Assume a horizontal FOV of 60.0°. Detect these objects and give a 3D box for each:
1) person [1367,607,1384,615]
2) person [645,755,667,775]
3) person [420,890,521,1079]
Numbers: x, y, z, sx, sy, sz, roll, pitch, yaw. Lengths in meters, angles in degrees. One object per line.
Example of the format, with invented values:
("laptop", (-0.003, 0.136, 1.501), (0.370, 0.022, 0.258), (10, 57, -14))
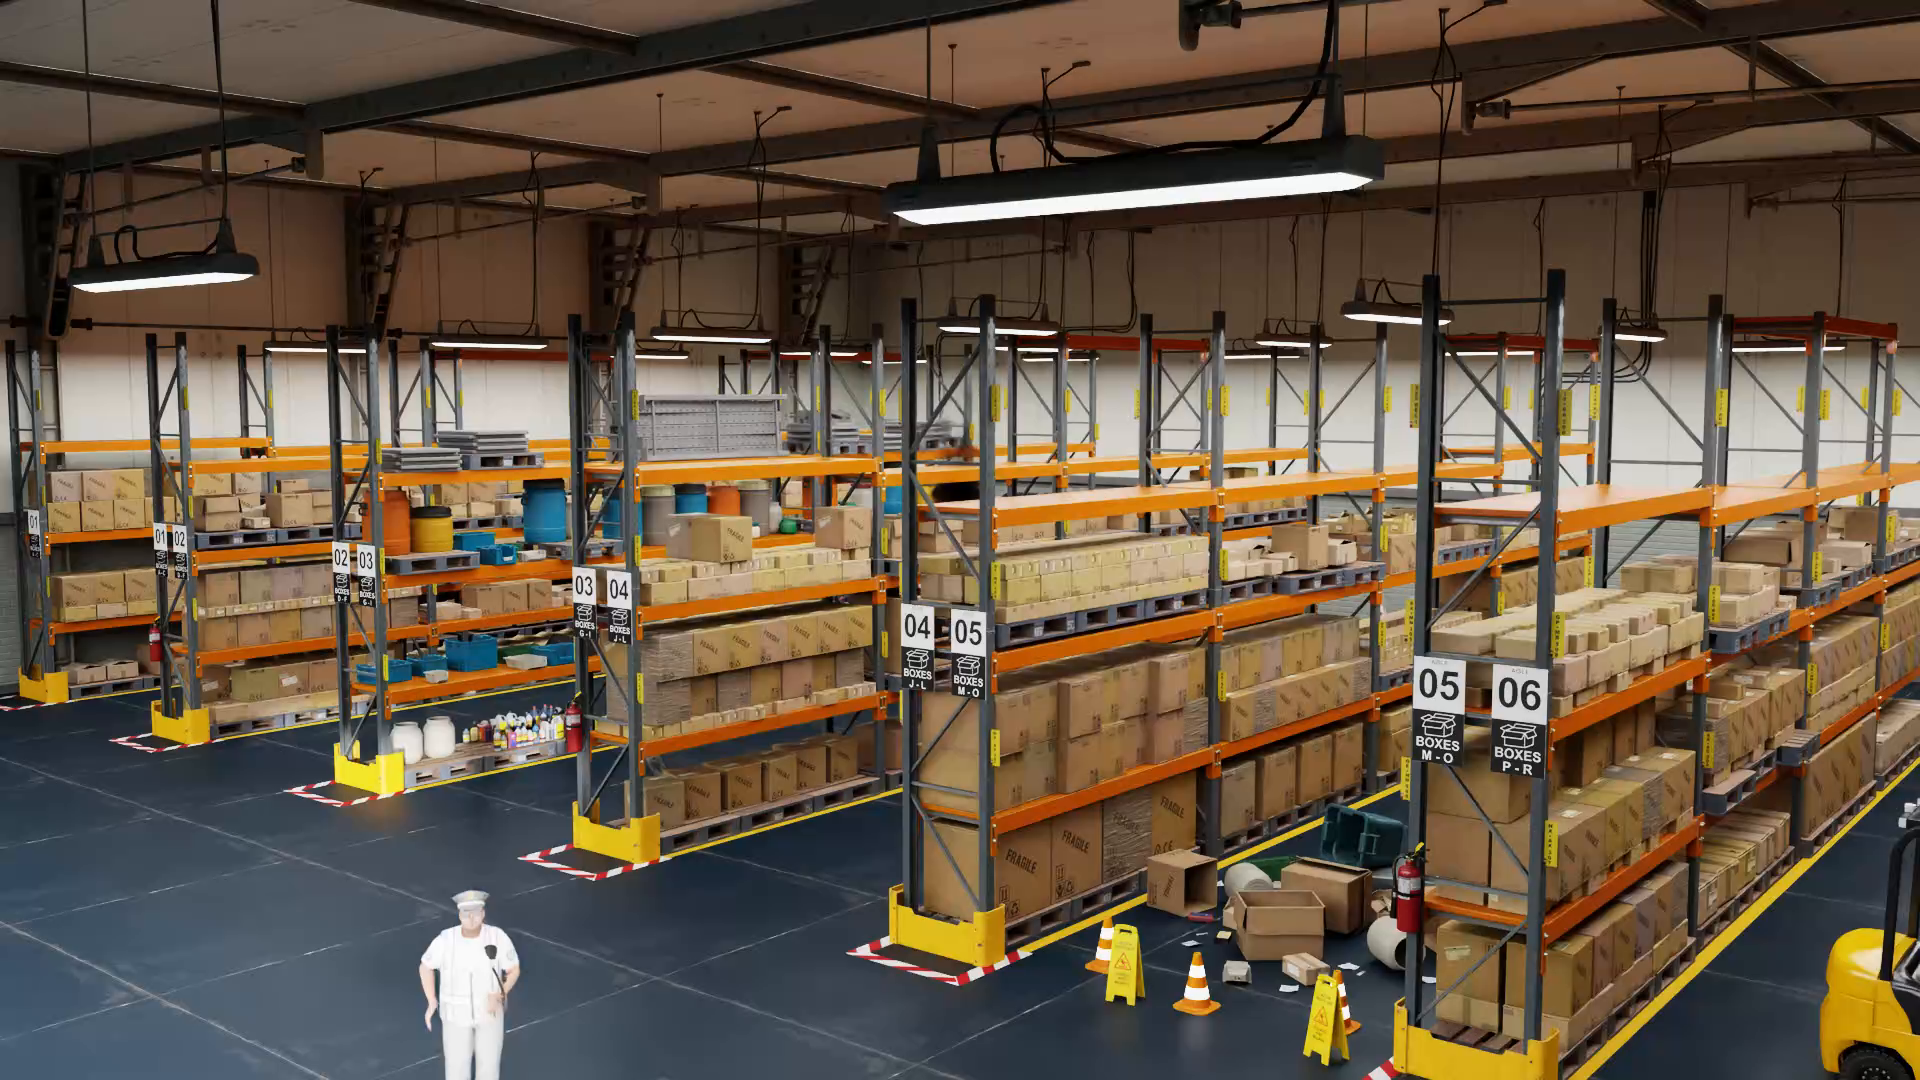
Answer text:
("person", (6.748, 1.911, 26.718), (0.650, 1.746, 0.675), (-4, 7, -38))
("person", (-3.966, 2.400, 21.337), (0.591, 1.656, 0.598), (3, 6, 28))
("person", (-3.364, 3.274, 11.466), (0.667, 1.730, 0.593), (-2, 5, -19))
